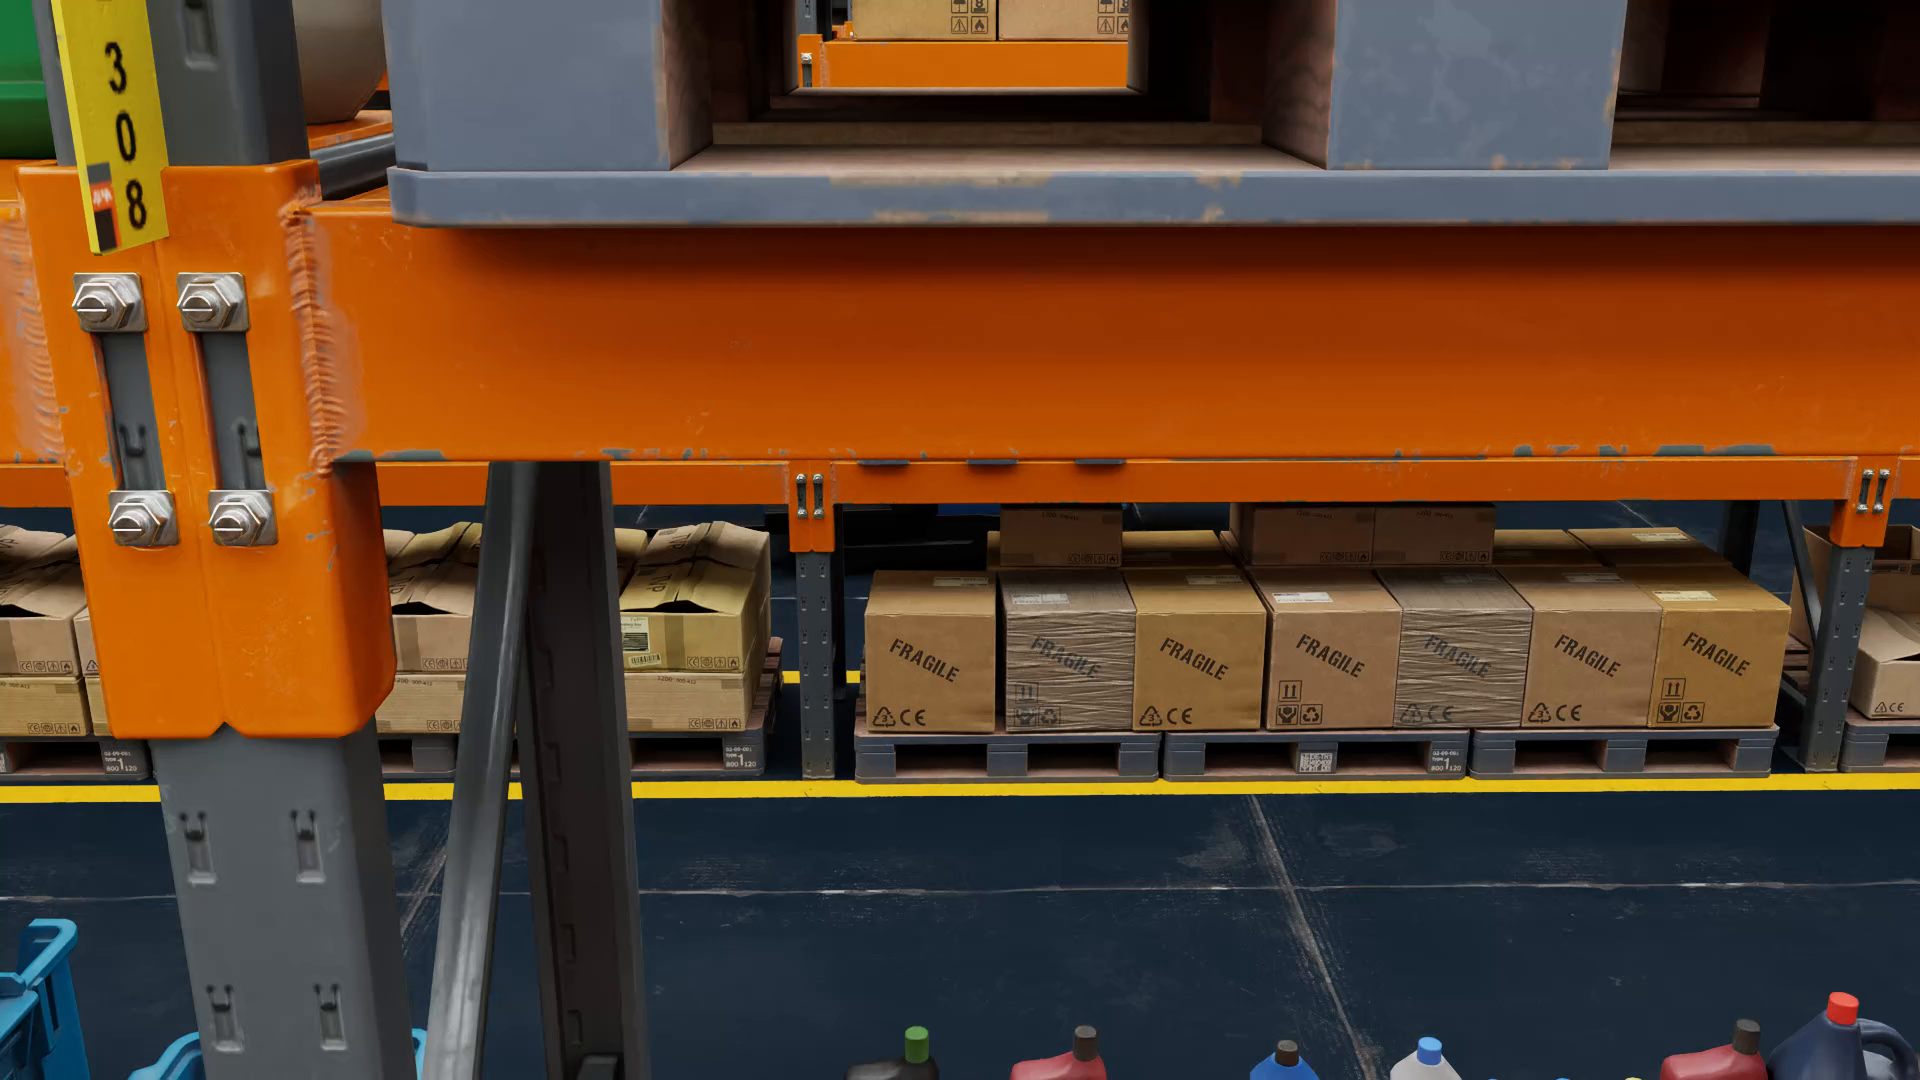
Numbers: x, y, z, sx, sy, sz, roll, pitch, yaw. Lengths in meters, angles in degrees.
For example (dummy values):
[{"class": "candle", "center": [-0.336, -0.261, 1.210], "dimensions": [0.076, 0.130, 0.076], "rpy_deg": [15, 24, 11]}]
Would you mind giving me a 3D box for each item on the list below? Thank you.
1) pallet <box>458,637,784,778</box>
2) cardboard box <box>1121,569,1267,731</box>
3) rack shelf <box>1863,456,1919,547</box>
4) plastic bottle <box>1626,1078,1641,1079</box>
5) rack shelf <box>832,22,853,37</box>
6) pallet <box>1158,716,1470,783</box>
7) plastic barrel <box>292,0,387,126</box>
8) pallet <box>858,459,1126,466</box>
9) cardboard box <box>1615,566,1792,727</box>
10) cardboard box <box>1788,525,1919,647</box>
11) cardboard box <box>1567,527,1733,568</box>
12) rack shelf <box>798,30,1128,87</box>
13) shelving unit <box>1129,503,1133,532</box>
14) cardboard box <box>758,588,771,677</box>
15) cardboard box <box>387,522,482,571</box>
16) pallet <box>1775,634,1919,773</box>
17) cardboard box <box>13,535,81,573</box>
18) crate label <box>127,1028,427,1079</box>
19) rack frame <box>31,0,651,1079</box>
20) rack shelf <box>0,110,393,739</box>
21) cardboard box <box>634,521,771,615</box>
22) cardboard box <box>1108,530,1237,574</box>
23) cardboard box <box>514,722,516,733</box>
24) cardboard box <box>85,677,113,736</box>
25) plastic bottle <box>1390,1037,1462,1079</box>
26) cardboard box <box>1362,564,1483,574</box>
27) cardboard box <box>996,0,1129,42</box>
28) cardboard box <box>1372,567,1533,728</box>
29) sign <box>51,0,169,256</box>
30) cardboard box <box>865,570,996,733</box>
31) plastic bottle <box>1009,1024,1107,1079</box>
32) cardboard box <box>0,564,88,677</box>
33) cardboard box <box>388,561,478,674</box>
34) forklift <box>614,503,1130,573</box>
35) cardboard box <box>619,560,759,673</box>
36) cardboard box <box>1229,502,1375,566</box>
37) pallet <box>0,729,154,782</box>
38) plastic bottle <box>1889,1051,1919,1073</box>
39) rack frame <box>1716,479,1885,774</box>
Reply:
[{"class": "pallet", "center": [-1.391, 0.691, 7.048], "dimensions": [1.213, 0.211, 1.003], "rpy_deg": [0, 18, -1]}, {"class": "cardboard box", "center": [0.917, 0.432, 6.662], "dimensions": [0.500, 0.500, 0.500], "rpy_deg": [-1, 18, -2]}, {"class": "rack shelf", "center": [5.432, -0.315, 6.797], "dimensions": [4.000, 0.370, 1.077], "rpy_deg": [0, 18, -1]}, {"class": "plastic bottle", "center": [0.933, 0.847, 2.321], "dimensions": [0.097, 0.201, 0.097], "rpy_deg": [0, 18, 0]}, {"class": "rack shelf", "center": [-2.649, -3.218, 10.935], "dimensions": [4.000, 0.370, 1.077], "rpy_deg": [0, 18, -1]}, {"class": "pallet", "center": [1.397, 0.702, 7.014], "dimensions": [1.213, 0.211, 1.003], "rpy_deg": [0, 18, -1]}, {"class": "plastic barrel", "center": [-0.808, -0.689, 1.693], "dimensions": [0.421, 0.512, 0.421], "rpy_deg": [0, 18, 0]}, {"class": "pallet", "center": [0.109, -0.562, 6.703], "dimensions": [1.003, 0.211, 1.213], "rpy_deg": [0, 18, -1]}, {"class": "cardboard box", "center": [2.943, 0.423, 6.691], "dimensions": [0.500, 0.500, 0.500], "rpy_deg": [0, 18, -1]}, {"class": "cardboard box", "center": [3.997, 0.243, 7.250], "dimensions": [0.500, 0.500, 0.500], "rpy_deg": [0, 18, -1]}, {"class": "cardboard box", "center": [2.945, 0.261, 7.196], "dimensions": [0.500, 0.500, 0.500], "rpy_deg": [-1, 18, -3]}, {"class": "rack shelf", "center": [1.432, -1.724, 6.279], "dimensions": [4.000, 0.370, 1.077], "rpy_deg": [0, 18, -1]}, {"class": "shelving unit", "center": [1.440, -0.773, 9.503], "dimensions": [1.048, 1.500, 0.538], "rpy_deg": [-2, 18, -6]}, {"class": "cardboard box", "center": [-1.096, 0.393, 7.224], "dimensions": [0.500, 0.250, 0.500], "rpy_deg": [0, 18, -1]}, {"class": "cardboard box", "center": [-2.131, 0.133, 7.117], "dimensions": [0.500, 0.311, 0.500], "rpy_deg": [-1, 18, -2]}, {"class": "pallet", "center": [4.119, 0.677, 7.092], "dimensions": [1.213, 0.211, 1.003], "rpy_deg": [0, 18, -1]}, {"class": "cardboard box", "center": [-3.646, 0.139, 7.100], "dimensions": [0.500, 0.311, 0.500], "rpy_deg": [0, 18, 1]}, {"class": "crate label", "center": [-0.920, 0.851, 2.257], "dimensions": [0.416, 0.233, 0.303], "rpy_deg": [0, 18, -1]}, {"class": "rack frame", "center": [-0.493, 0.885, 1.878], "dimensions": [0.053, 2.616, 0.949], "rpy_deg": [0, 18, -1]}, {"class": "rack shelf", "center": [-2.493, -0.192, 1.502], "dimensions": [4.000, 0.370, 1.077], "rpy_deg": [0, 18, -1]}, {"class": "cardboard box", "center": [-1.096, 0.126, 7.139], "dimensions": [0.500, 0.311, 0.500], "rpy_deg": [0, 18, 1]}, {"class": "cardboard box", "center": [0.881, 0.273, 7.156], "dimensions": [0.500, 0.500, 0.500], "rpy_deg": [-1, 18, -3]}, {"class": "cardboard box", "center": [-1.605, 0.561, 6.701], "dimensions": [0.500, 0.250, 0.500], "rpy_deg": [0, 18, -2]}, {"class": "cardboard box", "center": [-3.131, 0.568, 6.680], "dimensions": [0.500, 0.250, 0.500], "rpy_deg": [-1, 18, -3]}, {"class": "plastic bottle", "center": [0.641, 0.815, 2.306], "dimensions": [0.097, 0.271, 0.097], "rpy_deg": [0, 18, 0]}, {"class": "cardboard box", "center": [1.912, 0.267, 7.177], "dimensions": [0.500, 0.500, 0.500], "rpy_deg": [0, 18, 0]}, {"class": "cardboard box", "center": [0.378, -2.119, 6.170], "dimensions": [0.500, 0.500, 0.910], "rpy_deg": [0, 18, -1]}, {"class": "cardboard box", "center": [1.947, 0.425, 6.685], "dimensions": [0.500, 0.500, 0.500], "rpy_deg": [0, 18, 0]}, {"class": "sign", "center": [-0.477, -0.326, 0.915], "dimensions": [0.005, 0.325, 0.100], "rpy_deg": [0, 18, -1]}, {"class": "cardboard box", "center": [-0.108, 0.437, 6.646], "dimensions": [0.500, 0.500, 0.500], "rpy_deg": [0, 18, 1]}, {"class": "plastic bottle", "center": [0.136, 0.806, 2.314], "dimensions": [0.133, 0.283, 0.061], "rpy_deg": [0, 18, -1]}, {"class": "cardboard box", "center": [-3.649, 0.306, 6.578], "dimensions": [0.500, 0.311, 0.500], "rpy_deg": [0, 18, -2]}, {"class": "cardboard box", "center": [-2.112, 0.297, 6.606], "dimensions": [0.500, 0.311, 0.500], "rpy_deg": [0, 18, -1]}, {"class": "forklift", "center": [-0.619, -1.377, 9.041], "dimensions": [3.031, 2.935, 1.130], "rpy_deg": [-2, 18, -5]}, {"class": "cardboard box", "center": [-1.087, 0.291, 6.625], "dimensions": [0.500, 0.311, 0.500], "rpy_deg": [0, 18, 1]}, {"class": "cardboard box", "center": [1.443, -0.089, 7.059], "dimensions": [0.500, 0.250, 0.500], "rpy_deg": [-1, 18, -2]}, {"class": "pallet", "center": [-3.831, 0.703, 7.011], "dimensions": [1.213, 0.211, 1.003], "rpy_deg": [0, 18, -1]}, {"class": "plastic bottle", "center": [1.366, 0.800, 2.333], "dimensions": [0.133, 0.283, 0.061], "rpy_deg": [0, 18, -1]}, {"class": "rack frame", "center": [3.432, -0.648, 6.657], "dimensions": [0.127, 3.000, 1.000], "rpy_deg": [0, 18, -1]}]
